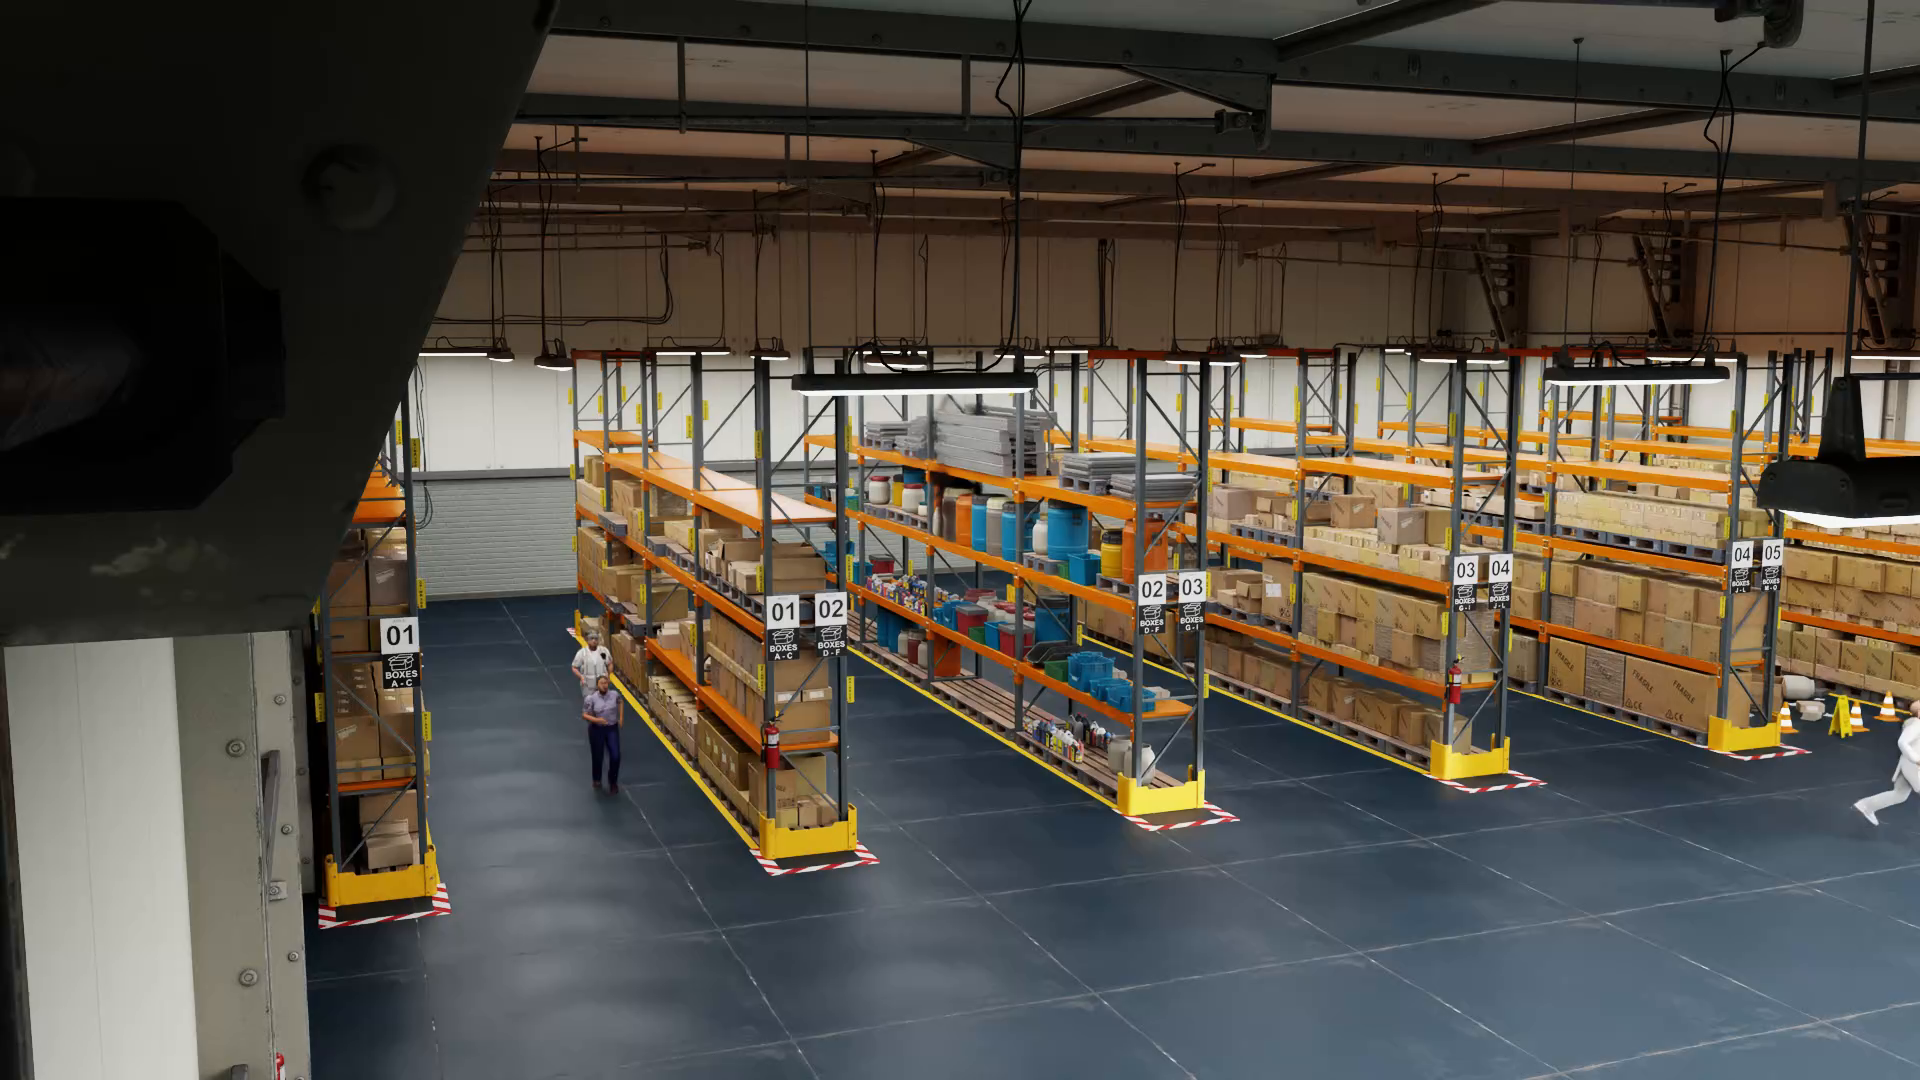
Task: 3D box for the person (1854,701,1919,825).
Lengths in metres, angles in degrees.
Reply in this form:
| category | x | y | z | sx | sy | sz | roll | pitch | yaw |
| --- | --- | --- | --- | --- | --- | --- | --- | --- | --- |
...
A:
| category | x | y | z | sx | sy | sz | roll | pitch | yaw |
| --- | --- | --- | --- | --- | --- | --- | --- | --- | --- |
| person | 11.888 | 2.885 | 20.794 | 1.221 | 1.791 | 0.672 | 1 | 7 | 11 |

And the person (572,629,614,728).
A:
| category | x | y | z | sx | sy | sz | roll | pitch | yaw |
| --- | --- | --- | --- | --- | --- | --- | --- | --- | --- |
| person | -5.710 | 2.250 | 25.957 | 0.660 | 1.727 | 0.604 | -3 | 8 | -21 |

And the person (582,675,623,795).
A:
| category | x | y | z | sx | sy | sz | roll | pitch | yaw |
| --- | --- | --- | --- | --- | --- | --- | --- | --- | --- |
| person | -4.898 | 2.693 | 22.926 | 0.613 | 1.704 | 0.711 | -3 | 8 | -23 |
